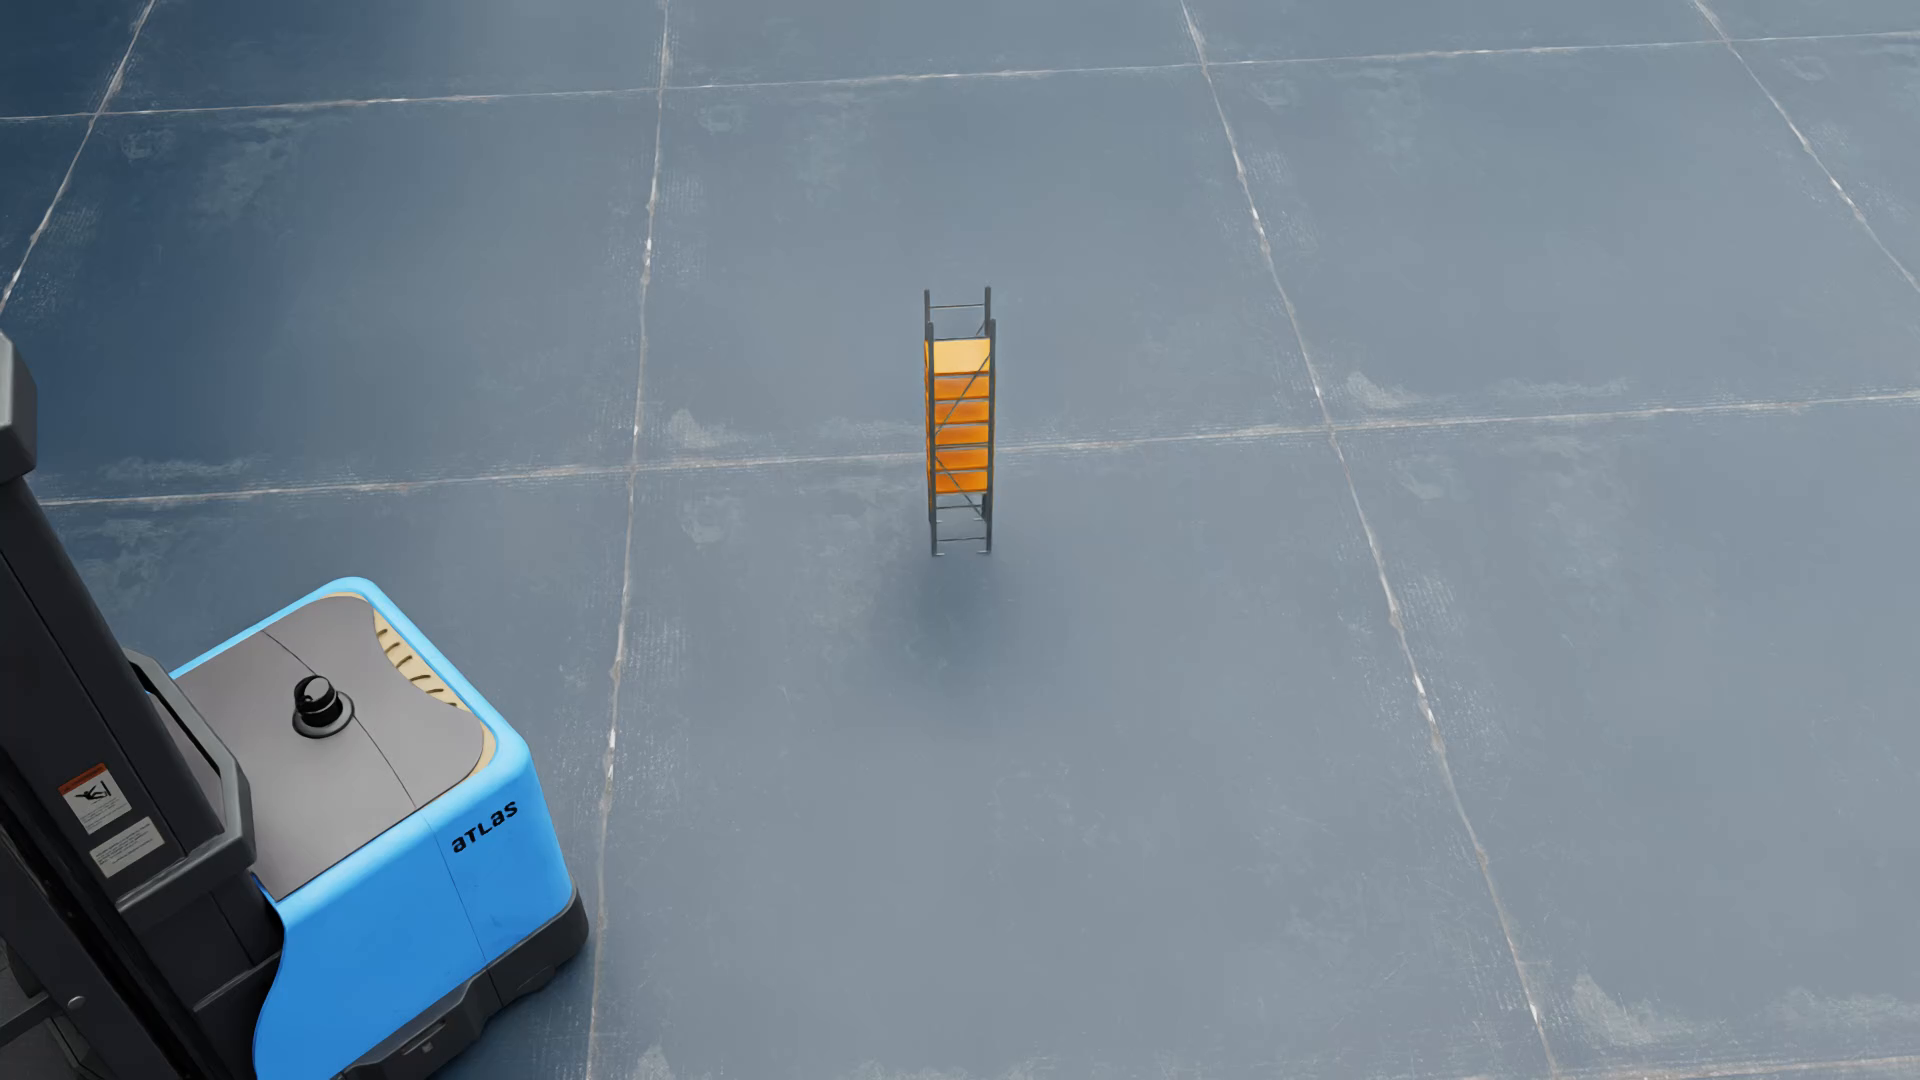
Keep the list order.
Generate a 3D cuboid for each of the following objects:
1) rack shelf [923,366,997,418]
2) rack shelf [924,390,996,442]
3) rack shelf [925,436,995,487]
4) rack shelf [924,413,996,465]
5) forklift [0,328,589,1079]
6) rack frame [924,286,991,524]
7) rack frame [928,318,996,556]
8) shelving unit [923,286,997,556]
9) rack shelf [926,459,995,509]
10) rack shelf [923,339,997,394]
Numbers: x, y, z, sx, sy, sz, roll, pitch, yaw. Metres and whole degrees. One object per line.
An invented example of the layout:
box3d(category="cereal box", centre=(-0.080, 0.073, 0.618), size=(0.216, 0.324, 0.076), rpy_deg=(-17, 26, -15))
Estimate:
box3d(category="rack shelf", centre=(-0.001, -0.558, 6.182), size=(0.258, 0.103, 0.180), rpy_deg=(-3, 47, -3))
box3d(category="rack shelf", centre=(-0.001, -0.475, 6.269), size=(0.258, 0.103, 0.180), rpy_deg=(-3, 47, -3))
box3d(category="rack shelf", centre=(-0.001, -0.310, 6.444), size=(0.258, 0.103, 0.180), rpy_deg=(-3, 47, -3))
box3d(category="rack shelf", centre=(-0.001, -0.392, 6.357), size=(0.258, 0.103, 0.180), rpy_deg=(-3, 47, -3))
box3d(category="forklift", centre=(-2.628, 0.811, 3.963), size=(3.031, 2.935, 1.130), rpy_deg=(-35, 56, -28))
box3d(category="rack frame", centre=(-0.009, -0.489, 6.387), size=(0.240, 1.200, 0.006), rpy_deg=(-3, 47, -3))
box3d(category="rack frame", centre=(0.006, -0.357, 6.262), size=(0.240, 1.200, 0.006), rpy_deg=(-3, 47, -3))
box3d(category="shelving unit", centre=(-0.001, -0.423, 6.324), size=(0.258, 1.200, 0.189), rpy_deg=(-3, 47, -3))
box3d(category="rack shelf", centre=(-0.001, -0.227, 6.531), size=(0.258, 0.103, 0.180), rpy_deg=(-3, 47, -3))
box3d(category="rack shelf", centre=(-0.001, -0.640, 6.095), size=(0.258, 0.103, 0.180), rpy_deg=(-3, 47, -3))
